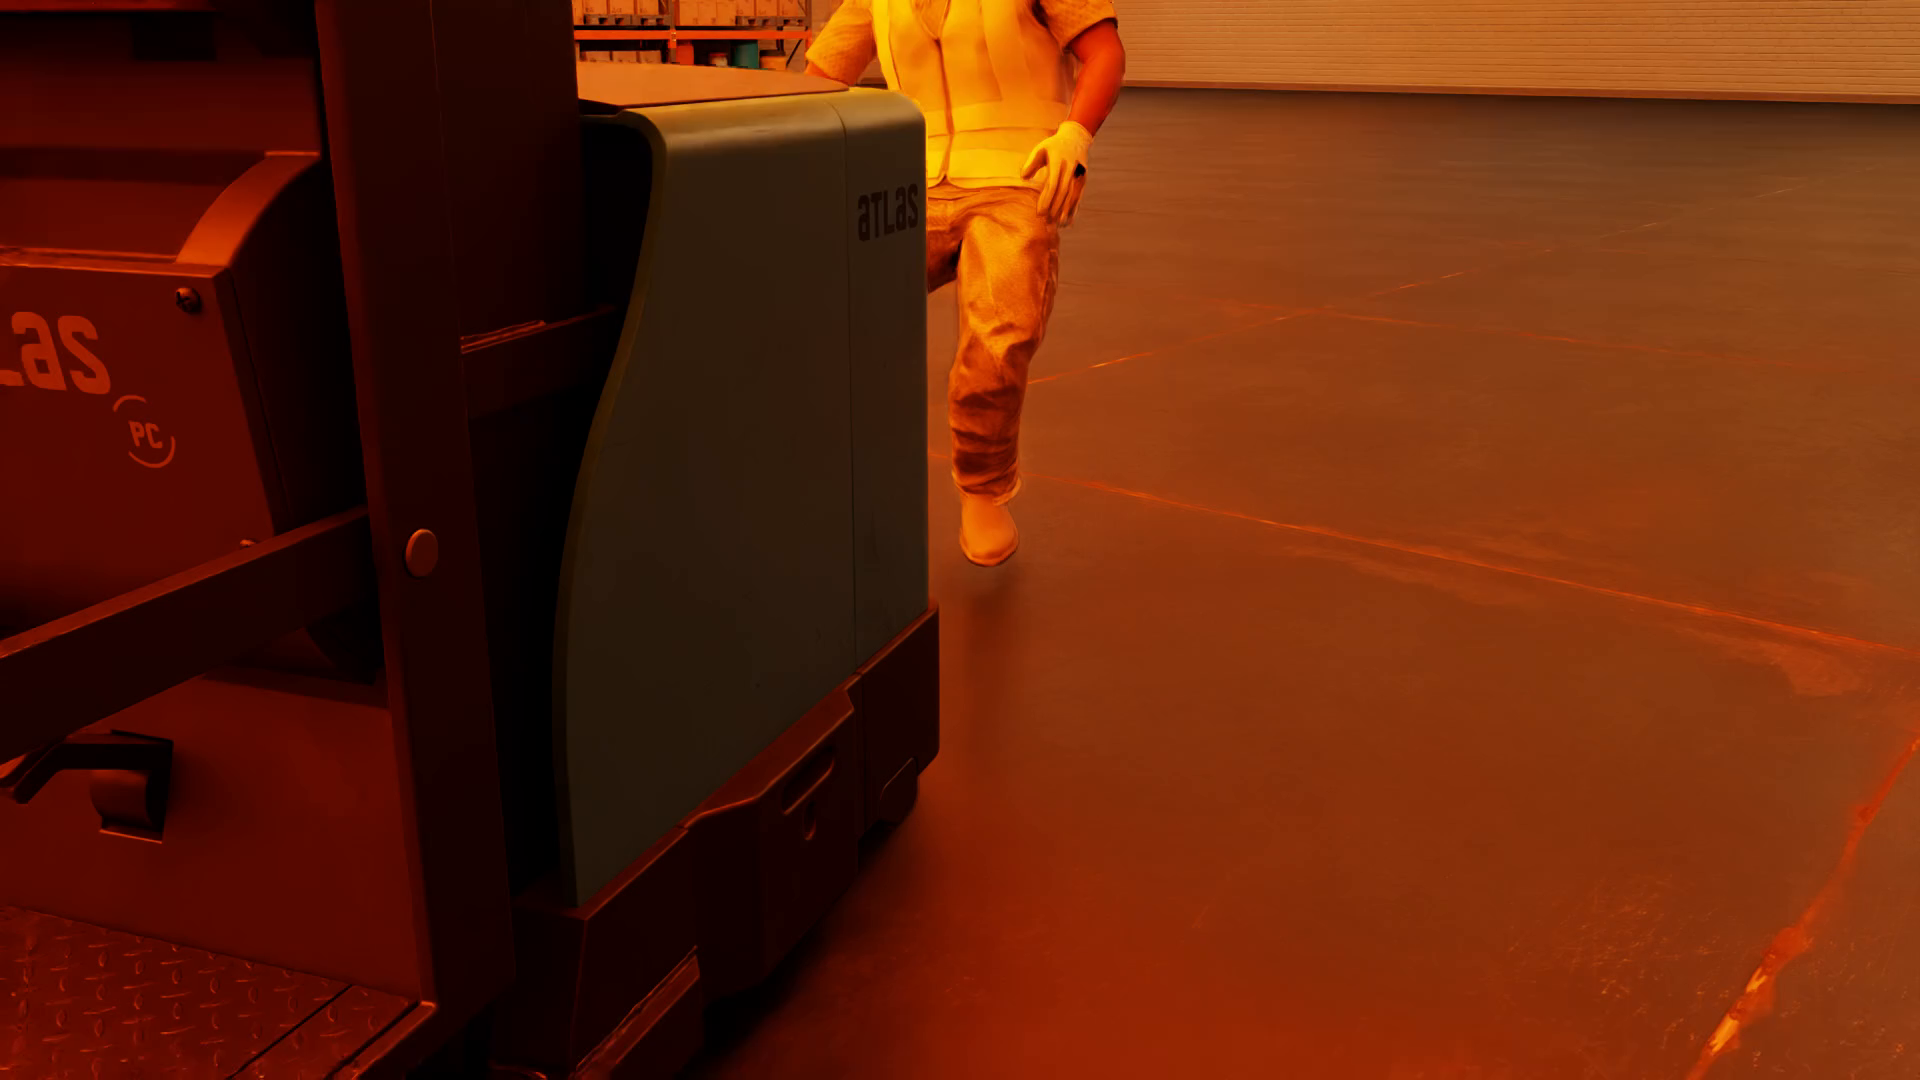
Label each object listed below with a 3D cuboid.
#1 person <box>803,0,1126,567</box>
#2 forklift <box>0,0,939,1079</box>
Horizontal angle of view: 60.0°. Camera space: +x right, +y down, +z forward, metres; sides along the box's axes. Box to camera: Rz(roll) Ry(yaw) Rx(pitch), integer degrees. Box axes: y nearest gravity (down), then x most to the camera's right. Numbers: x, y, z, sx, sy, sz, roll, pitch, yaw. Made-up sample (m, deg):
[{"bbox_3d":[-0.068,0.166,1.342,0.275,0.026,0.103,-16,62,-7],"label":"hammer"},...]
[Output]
[{"bbox_3d":[-0.088,-0.736,3.518,0.859,1.662,0.617,9,19,28],"label":"person"},{"bbox_3d":[-1.017,-0.664,1.083,1.130,2.935,3.031,6,18,19],"label":"forklift"}]
